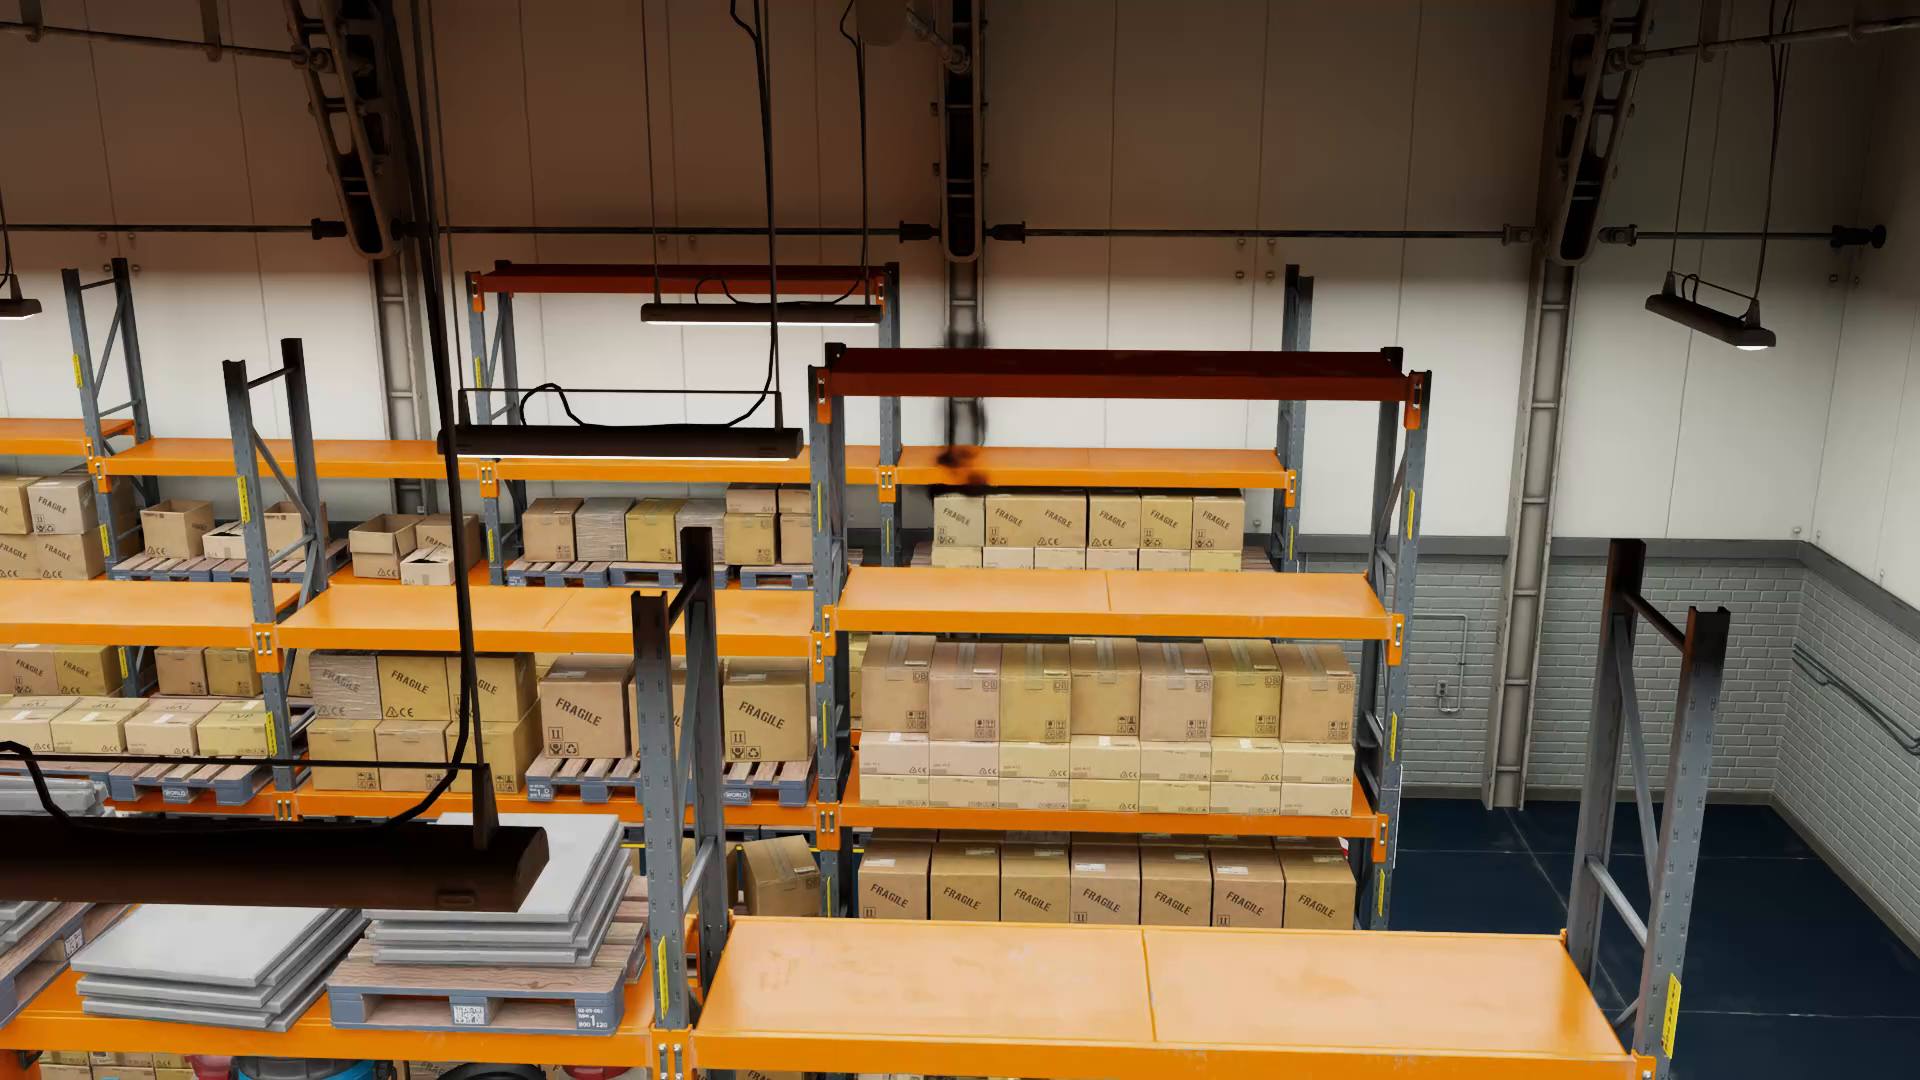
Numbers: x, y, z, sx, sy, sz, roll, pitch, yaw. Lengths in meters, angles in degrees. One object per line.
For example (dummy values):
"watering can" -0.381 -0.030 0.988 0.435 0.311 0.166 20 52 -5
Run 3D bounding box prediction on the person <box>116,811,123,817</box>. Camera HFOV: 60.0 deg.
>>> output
"person" -8.108 2.829 15.877 0.904 1.722 0.658 -4 17 -14
